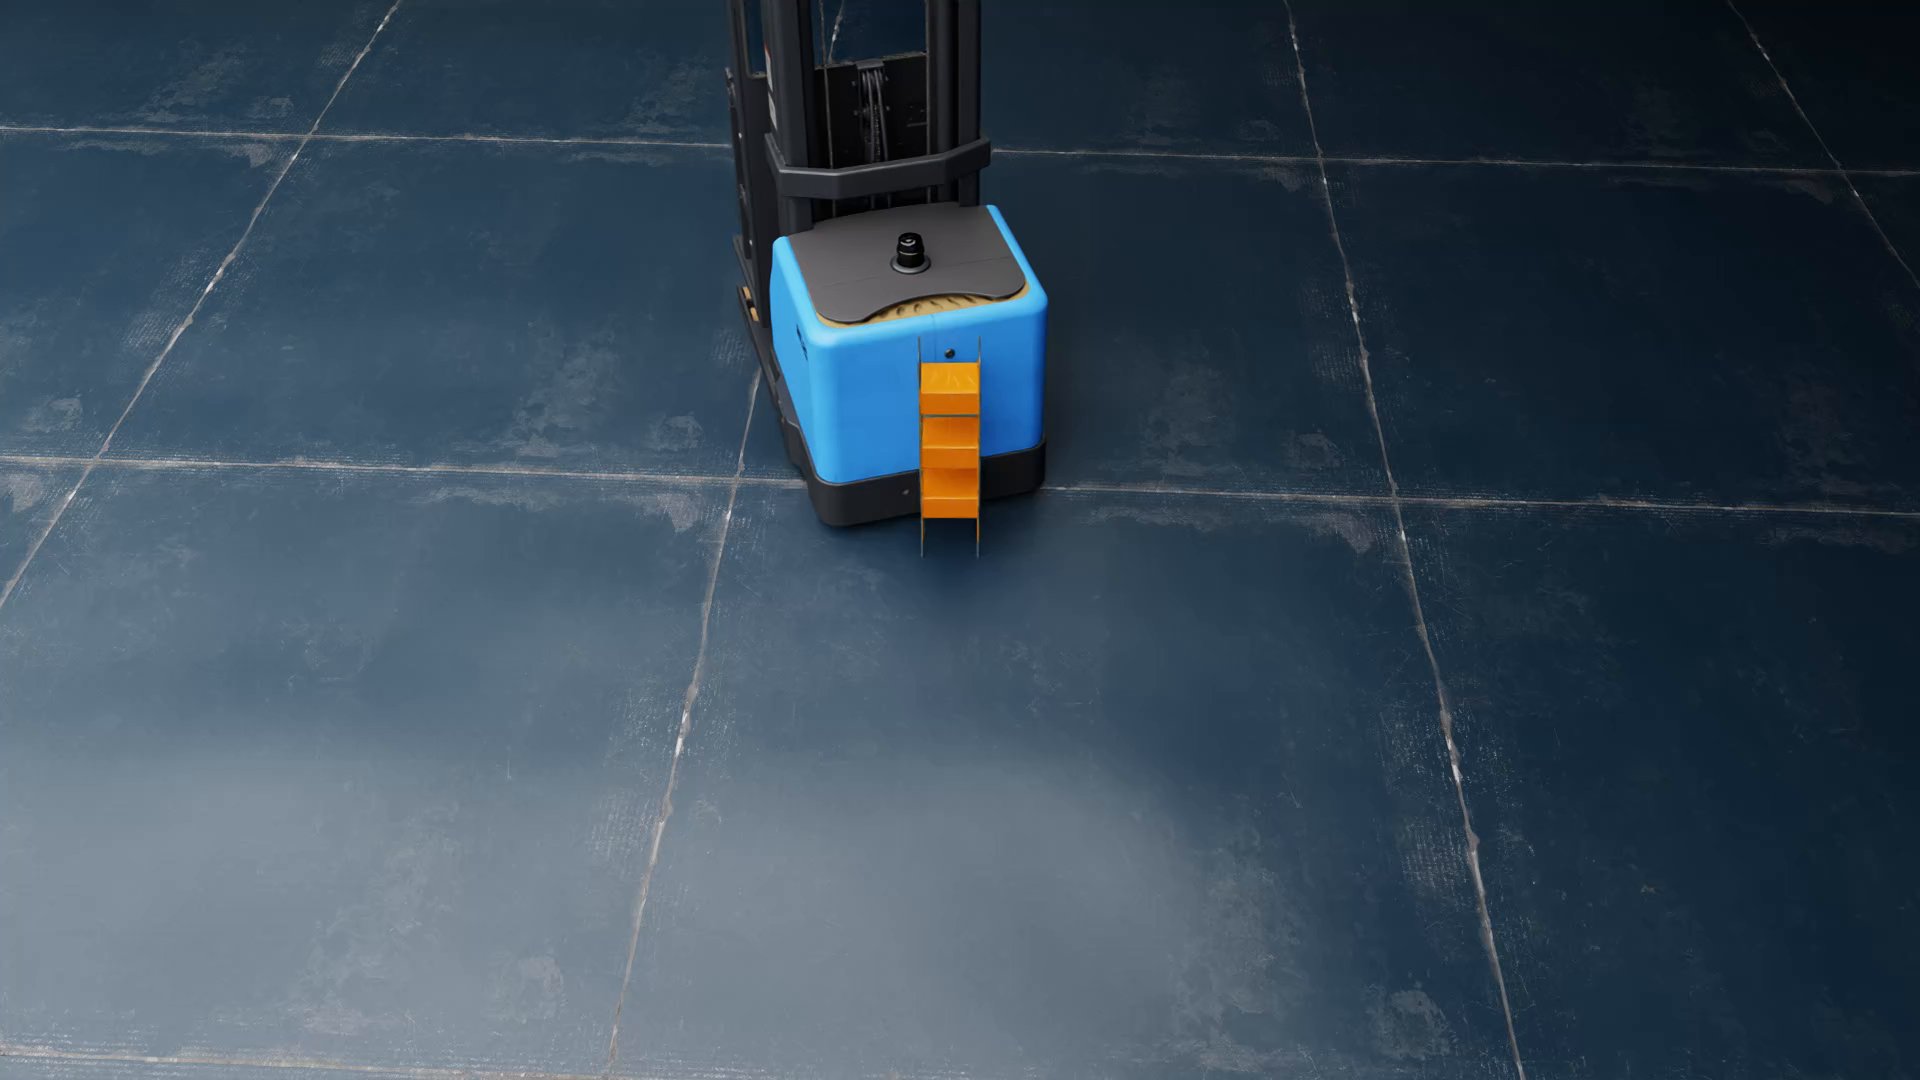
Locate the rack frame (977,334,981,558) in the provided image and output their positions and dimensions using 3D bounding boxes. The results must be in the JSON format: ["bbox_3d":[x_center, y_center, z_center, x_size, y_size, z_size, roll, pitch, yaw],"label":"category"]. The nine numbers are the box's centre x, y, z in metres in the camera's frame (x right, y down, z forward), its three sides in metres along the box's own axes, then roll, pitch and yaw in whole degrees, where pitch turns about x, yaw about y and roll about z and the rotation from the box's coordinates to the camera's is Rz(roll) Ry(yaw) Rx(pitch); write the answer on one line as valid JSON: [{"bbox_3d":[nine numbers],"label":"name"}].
[{"bbox_3d":[0.080,-0.374,6.966,0.008,1.050,0.200,0,43,0],"label":"rack frame"}]

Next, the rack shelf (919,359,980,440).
[{"bbox_3d":[-0.042,-0.573,6.779,0.240,0.259,0.215,0,43,0],"label":"rack shelf"}]

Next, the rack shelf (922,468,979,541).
[{"bbox_3d":[-0.042,-0.162,7.162,0.240,0.259,0.215,0,43,0],"label":"rack shelf"}]

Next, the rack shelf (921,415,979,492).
[{"bbox_3d":[-0.042,-0.365,6.973,0.240,0.259,0.215,0,43,0],"label":"rack shelf"}]

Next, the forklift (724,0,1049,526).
[{"bbox_3d":[-0.513,-2.152,7.495,1.130,2.935,3.031,-11,44,-12],"label":"forklift"}]

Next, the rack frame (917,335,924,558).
[{"bbox_3d":[-0.164,-0.373,6.965,0.008,1.050,0.200,0,43,0],"label":"rack frame"}]

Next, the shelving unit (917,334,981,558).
[{"bbox_3d":[-0.042,-0.373,6.966,0.252,1.050,0.215,0,43,0],"label":"shelving unit"}]
